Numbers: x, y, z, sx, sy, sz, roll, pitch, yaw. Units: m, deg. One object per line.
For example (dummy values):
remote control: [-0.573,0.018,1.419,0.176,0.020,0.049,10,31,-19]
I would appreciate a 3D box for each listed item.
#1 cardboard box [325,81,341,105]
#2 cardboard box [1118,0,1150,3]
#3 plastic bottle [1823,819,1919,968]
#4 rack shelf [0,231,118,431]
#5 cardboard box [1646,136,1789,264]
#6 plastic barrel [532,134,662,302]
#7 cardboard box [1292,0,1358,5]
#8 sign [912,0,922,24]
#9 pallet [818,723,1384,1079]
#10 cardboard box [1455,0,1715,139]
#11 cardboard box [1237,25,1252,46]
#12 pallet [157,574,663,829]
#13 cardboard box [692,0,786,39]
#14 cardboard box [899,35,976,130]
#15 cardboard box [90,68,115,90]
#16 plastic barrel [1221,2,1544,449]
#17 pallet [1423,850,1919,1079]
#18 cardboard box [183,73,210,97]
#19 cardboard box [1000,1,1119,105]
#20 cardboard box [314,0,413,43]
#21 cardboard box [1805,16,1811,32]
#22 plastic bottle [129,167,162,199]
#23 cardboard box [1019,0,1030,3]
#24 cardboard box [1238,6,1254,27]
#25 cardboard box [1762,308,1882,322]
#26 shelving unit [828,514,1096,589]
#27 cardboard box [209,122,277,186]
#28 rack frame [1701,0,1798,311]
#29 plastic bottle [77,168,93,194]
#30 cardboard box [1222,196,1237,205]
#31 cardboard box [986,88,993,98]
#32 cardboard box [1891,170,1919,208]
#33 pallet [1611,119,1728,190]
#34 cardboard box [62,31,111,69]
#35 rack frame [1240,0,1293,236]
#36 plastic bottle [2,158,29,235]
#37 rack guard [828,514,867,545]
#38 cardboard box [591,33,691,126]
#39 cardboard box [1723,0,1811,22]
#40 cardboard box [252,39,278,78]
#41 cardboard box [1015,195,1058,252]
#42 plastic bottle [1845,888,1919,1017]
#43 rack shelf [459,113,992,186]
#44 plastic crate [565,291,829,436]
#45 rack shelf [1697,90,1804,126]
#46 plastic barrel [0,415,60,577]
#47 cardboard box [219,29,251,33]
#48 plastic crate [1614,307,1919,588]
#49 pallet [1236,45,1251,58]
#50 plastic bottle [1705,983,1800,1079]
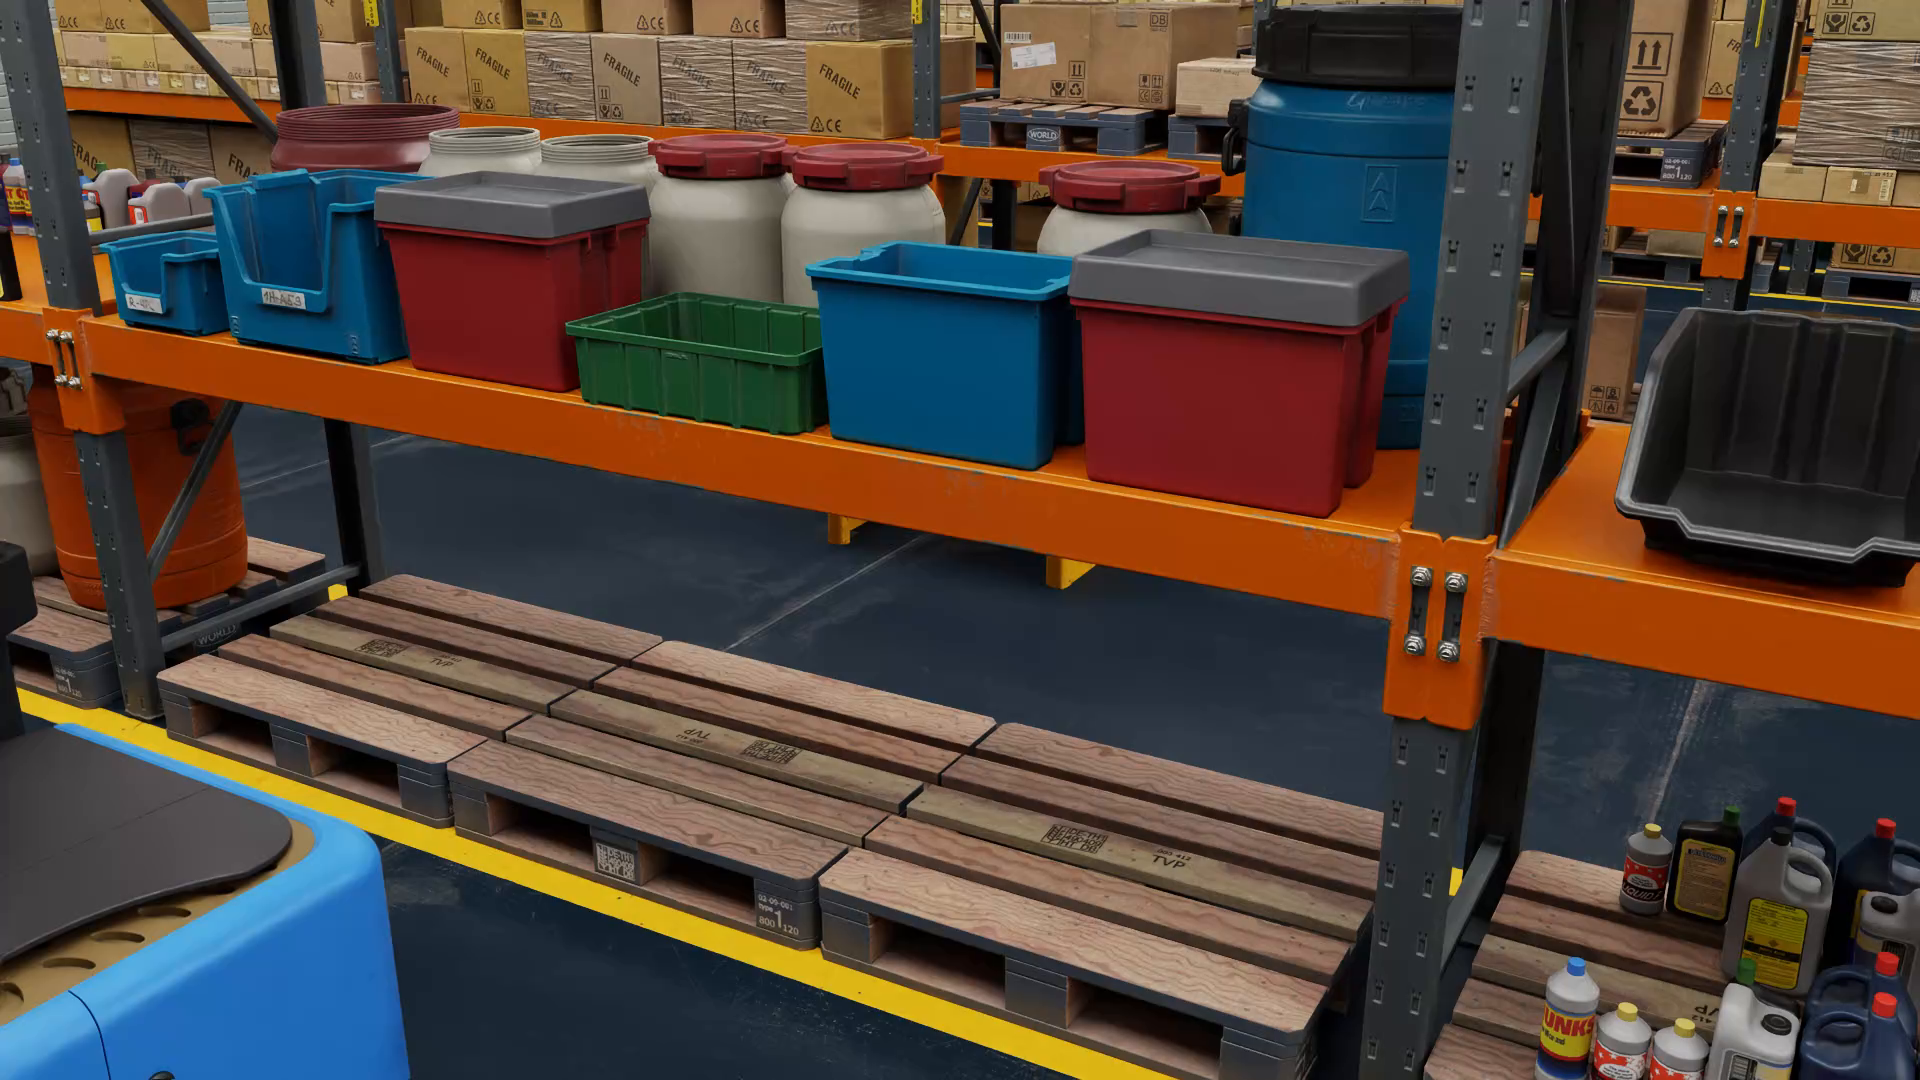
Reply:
cardboard box: [-4.099,-3.005,11.120,0.250,0.149,0.380,11,23,28]
cardboard box: [1.453,-4.312,13.234,0.250,0.149,0.380,12,23,29]
plastic bottle: [1.991,0.769,3.585,0.185,0.351,0.144,10,22,25]
rack shelf: [-4.117,-0.982,6.229,4.000,0.370,1.077,11,23,27]
cardboard box: [5.458,-2.473,11.967,0.750,0.750,1.050,11,23,27]
plastic barrel: [-1.001,-0.863,4.681,0.421,0.512,0.421,0,20,0]
cardboard box: [2.938,-4.361,12.877,0.500,0.500,0.700,11,23,27]
sign: [-0.224,-2.841,8.600,0.005,0.325,0.100,11,23,27]
pallet: [0.416,0.869,4.159,1.213,0.211,1.003,11,23,27]
cardboard box: [2.911,-2.450,7.725,1.000,1.000,1.000,11,23,28]
cardboard box: [2.259,-4.136,13.620,0.250,0.149,0.380,10,22,27]
pallet: [-1.714,0.464,5.278,1.213,0.211,1.003,11,23,27]
cardboard box: [-1.154,-3.216,9.715,0.637,0.503,0.797,11,23,29]
cardboard box: [-0.247,-2.671,9.683,0.500,0.500,0.500,12,23,29]
cardboard box: [-6.114,-3.389,12.179,0.250,0.149,0.380,10,22,26]
plastic barrel: [0.931,-0.713,3.696,0.708,0.901,0.600,11,23,27]
pallet: [1.687,1.112,3.489,1.213,0.211,1.003,11,23,27]
cardboard box: [-5.218,-3.219,11.708,0.250,0.149,0.380,11,23,28]
cardboard box: [0.535,-2.629,8.951,0.500,0.500,0.500,8,21,21]
cardboard box: [-3.980,-3.546,10.926,0.500,0.500,0.500,12,23,29]
cardboard box: [7.785,-4.830,15.534,0.250,0.149,0.380,11,23,28]
plastic bottle: [-2.856,-1.169,5.861,0.133,0.283,0.061,11,23,27]
cardboard box: [0.545,-4.485,13.711,0.250,0.149,0.380,12,23,29]
cardboard box: [2.227,-4.281,13.585,0.250,0.149,0.380,12,23,30]
cardboard box: [3.866,-0.741,7.559,0.500,0.500,0.500,10,22,26]
shelving unit: [0.067,-0.692,6.574,1.083,1.500,0.587,11,23,27]
cardboard box: [-4.771,-2.609,12.159,0.875,0.875,0.875,11,23,27]
rack frame: [3.536,-1.797,7.420,0.127,3.000,1.000,11,23,27]
plastic bottle: [-3.113,-1.182,5.913,0.097,0.271,0.097,0,20,0]
cardboard box: [2.058,-3.138,14.167,0.500,0.500,0.500,10,22,25]
cardboard box: [0.889,-5.207,19.962,0.875,0.438,0.875,10,22,27]
cardboard box: [4.021,-1.475,6.900,0.250,0.149,0.380,11,23,27]
pallet: [2.940,-1.877,7.923,1.213,0.211,1.003,11,23,27]
cardboard box: [-6.196,-3.617,12.222,0.500,0.250,0.500,10,22,27]
rack frame: [2.551,-3.922,13.278,0.127,3.000,1.000,11,23,27]
plastic bottle: [-3.486,-1.277,6.174,0.097,0.271,0.097,0,20,0]
rack guard: [-0.368,-0.188,7.016,0.087,0.250,0.587,11,23,27]
cardboard box: [-1.839,-2.772,9.963,0.500,0.500,0.500,11,23,28]
cardboard box: [5.607,-3.855,11.480,0.500,0.500,0.700,10,22,26]
cardboard box: [-4.414,-3.277,11.285,0.500,0.250,0.500,12,23,29]
cardboard box: [0.644,-1.744,9.195,0.500,0.250,0.500,12,23,29]
plastic bottle: [1.941,0.853,3.465,0.135,0.276,0.152,11,23,27]
rack shelf: [-1.702,-2.457,10.294,4.000,0.370,1.077,11,23,27]
plastic crate: [-0.537,-0.428,3.958,0.662,0.188,0.450,11,23,27]
rack shelf: [4.297,-3.251,12.484,4.000,0.370,1.077,11,23,27]
plastic barrel: [-3.343,-0.159,5.938,0.421,0.512,0.421,0,20,0]
cardboard box: [-5.044,-3.606,12.191,0.500,0.250,0.500,11,23,27]
plastic crate: [1.516,-0.168,3.022,0.504,0.338,0.767,11,23,27]
pallet: [1.877,-3.919,13.550,1.003,0.211,1.213,11,23,27]
plastic bottle: [1.481,0.980,3.113,0.135,0.276,0.152,12,23,29]
